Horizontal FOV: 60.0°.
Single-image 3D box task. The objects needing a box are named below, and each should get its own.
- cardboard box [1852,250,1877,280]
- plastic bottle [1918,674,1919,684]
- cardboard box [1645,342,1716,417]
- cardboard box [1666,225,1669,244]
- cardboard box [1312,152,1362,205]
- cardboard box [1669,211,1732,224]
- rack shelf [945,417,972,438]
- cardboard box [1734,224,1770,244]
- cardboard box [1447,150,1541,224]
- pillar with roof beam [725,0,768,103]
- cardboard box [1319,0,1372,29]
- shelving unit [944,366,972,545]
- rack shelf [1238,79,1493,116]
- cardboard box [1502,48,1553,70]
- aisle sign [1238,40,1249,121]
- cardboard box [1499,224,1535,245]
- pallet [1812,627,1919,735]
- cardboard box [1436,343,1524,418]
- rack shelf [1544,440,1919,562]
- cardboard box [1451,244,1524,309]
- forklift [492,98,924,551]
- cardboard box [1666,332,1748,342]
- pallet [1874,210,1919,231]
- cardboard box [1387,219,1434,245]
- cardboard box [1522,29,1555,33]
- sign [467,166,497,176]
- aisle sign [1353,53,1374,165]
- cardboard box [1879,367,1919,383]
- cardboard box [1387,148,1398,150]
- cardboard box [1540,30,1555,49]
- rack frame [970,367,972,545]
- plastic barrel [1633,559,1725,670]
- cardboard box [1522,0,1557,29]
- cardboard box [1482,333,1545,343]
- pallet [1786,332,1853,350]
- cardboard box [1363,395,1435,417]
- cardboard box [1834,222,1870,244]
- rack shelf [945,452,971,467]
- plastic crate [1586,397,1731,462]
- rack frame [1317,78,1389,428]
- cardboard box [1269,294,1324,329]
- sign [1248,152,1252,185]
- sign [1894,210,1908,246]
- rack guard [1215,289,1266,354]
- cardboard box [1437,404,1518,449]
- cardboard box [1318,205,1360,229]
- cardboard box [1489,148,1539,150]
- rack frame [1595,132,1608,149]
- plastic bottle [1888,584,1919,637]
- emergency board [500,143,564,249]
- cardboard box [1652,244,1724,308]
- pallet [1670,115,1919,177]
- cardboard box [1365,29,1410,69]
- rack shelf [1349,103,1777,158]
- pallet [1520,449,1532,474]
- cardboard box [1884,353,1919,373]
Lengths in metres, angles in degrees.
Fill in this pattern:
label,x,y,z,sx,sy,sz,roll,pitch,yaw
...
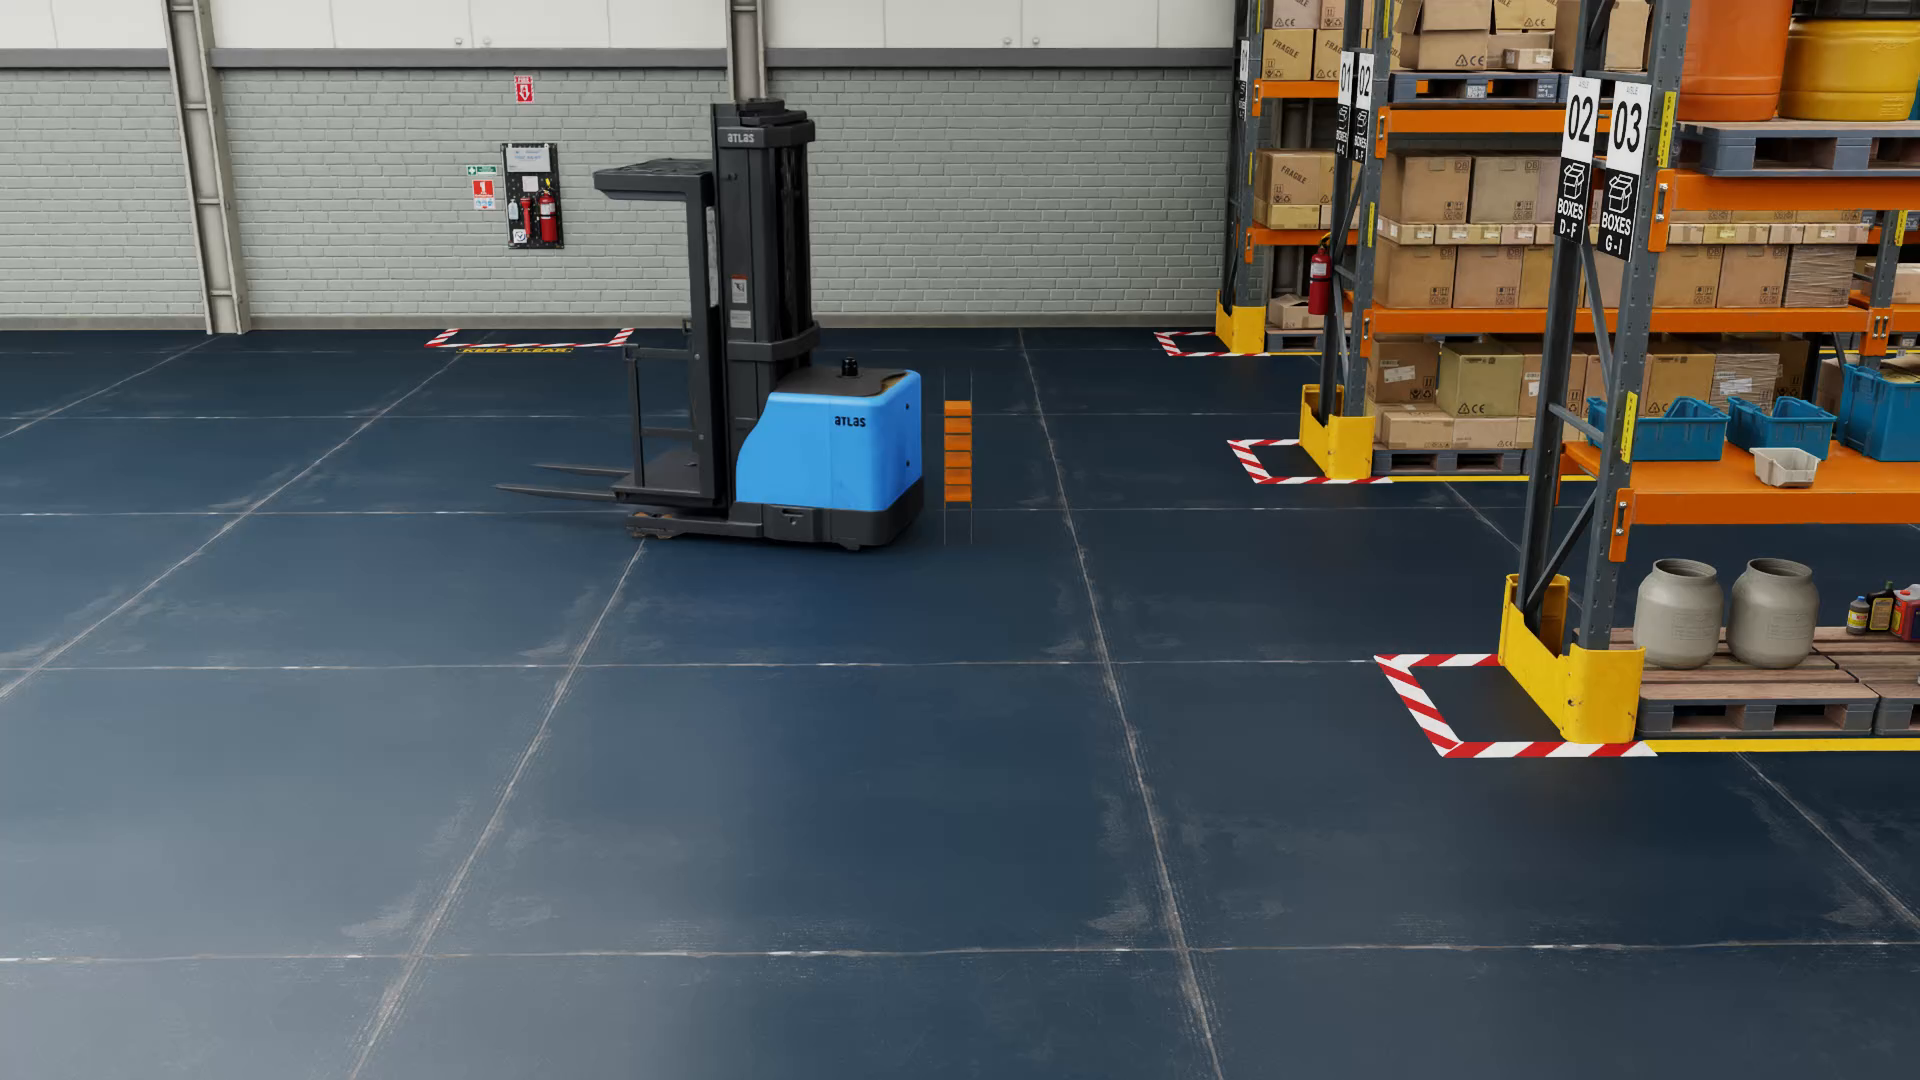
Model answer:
label,x,y,z,sx,sy,sz,roll,pitch,yaw
cardboard box,9.701,-3.006,18.151,0.500,0.250,0.500,0,18,0
plastic bottle,4.966,0.608,8.488,0.097,0.271,0.097,0,18,0
cardboard box,5.613,-1.277,13.203,0.500,0.500,0.500,0,18,-1
cardboard box,5.270,-2.382,12.837,0.250,0.149,0.380,0,18,1
cardboard box,3.969,-3.799,17.464,0.500,0.500,0.500,0,18,-1
cardboard box,5.624,-2.756,12.942,0.500,0.500,0.700,0,18,-1
rack shelf,-0.014,-0.757,11.304,0.180,0.103,0.258,0,18,-1
cardboard box,6.033,-2.386,12.848,0.250,0.149,0.380,0,18,-1
cardboard box,4.120,-2.749,12.919,0.500,0.500,0.700,-1,18,-2
pillar with roof beam,-2.253,-5.374,13.569,0.400,9.000,9.100,0,18,-1
cardboard box,3.884,-5.470,16.945,0.500,0.500,0.500,0,18,-1
shelving unit,-0.014,-0.571,11.364,0.189,1.200,0.258,0,18,-1
rack shelf,4.992,-4.689,17.522,4.000,0.370,1.077,0,18,-1
cardboard box,4.253,-3.608,12.468,0.250,0.149,0.380,0,18,-1
aisle sign,2.925,-4.740,17.156,0.004,0.787,0.394,0,18,-1
cardboard box,4.236,-2.377,12.821,0.250,0.149,0.380,-1,18,-2
pallet,5.253,0.738,8.902,1.213,0.211,1.003,0,18,-1
cardboard box,4.114,-1.266,13.171,0.500,0.500,0.500,0,18,-1
rack shelf,5.148,-0.235,8.548,4.000,0.370,1.077,0,18,-1
cardboard box,4.066,-2.131,13.116,0.500,0.500,0.700,0,18,1
forklift,-1.837,-1.551,11.583,3.031,2.935,1.130,5,18,14
cardboard box,6.105,-1.437,13.701,0.500,0.500,0.500,0,18,-1
pallet,10.280,-3.505,17.878,1.003,0.211,1.213,0,18,-1
cardboard box,3.470,-2.374,12.810,0.250,0.149,0.380,0,18,-1
cardboard box,5.985,-5.022,17.185,0.500,0.500,0.500,-2,18,-6
sign,-5.342,-4.128,18.578,0.331,0.109,0.001,0,18,-1
aisle sign,3.013,-3.225,12.434,0.004,0.787,0.394,0,18,-1
cardboard box,7.491,-1.184,13.223,0.500,0.311,0.500,0,18,-1
cardboard box,4.480,-3.959,17.965,0.500,0.500,0.500,-1,18,-2
cardboard box,4.777,-3.822,12.870,0.500,0.311,0.500,2,18,6
rack frame,0.077,-0.572,11.365,0.006,1.200,0.240,0,18,-1
plastic barrel,3.805,0.390,8.806,0.421,0.512,0.421,0,18,0
cardboard box,5.944,-5.484,16.987,0.500,0.500,0.500,1,18,2
cardboard box,4.605,-1.431,13.685,0.500,0.500,0.500,0,18,-1
pallet,8.993,-2.296,18.360,1.213,0.211,1.003,0,18,-1
cardboard box,3.606,-1.064,13.769,0.500,0.250,0.500,0,18,-1
cardboard box,6.805,-2.390,12.862,0.250,0.149,0.380,0,18,-1
rack shelf,-0.014,-0.529,11.378,0.180,0.103,0.258,0,18,-1
plastic crate,3.644,-0.591,8.723,0.616,0.251,0.499,0,18,-1
rack frame,3.074,-2.081,13.124,0.127,3.000,1.000,0,18,-1
cardboard box,3.685,-2.499,18.108,0.500,0.311,0.500,-2,18,-7
sign,3.001,-3.840,17.191,0.005,0.325,0.100,0,18,-1
sign,7.084,-2.381,12.511,0.005,0.325,0.100,0,18,-1
rack guard,3.068,-2.404,18.223,0.348,0.500,1.175,0,18,-1
cardboard box,4.114,-0.910,13.287,0.500,0.250,0.500,0,18,-1
cardboard box,4.004,-3.444,17.586,0.500,0.250,0.500,-1,18,-3
cardboard box,6.001,-3.969,17.993,0.500,0.500,0.500,0,18,-1
rack frame,6.992,-3.613,17.900,0.127,3.000,1.000,0,18,-1
plastic bottle,5.230,0.384,9.179,0.135,0.276,0.152,0,18,0
emergency board,-4.792,-3.832,18.583,0.643,1.169,0.194,0,18,-1
cardboard box,5.601,-2.138,13.138,0.500,0.500,0.700,0,18,0
pallet,3.977,-1.881,7.898,1.213,0.211,1.003,0,18,-1
cardboard box,4.387,-5.000,17.116,0.500,0.500,0.500,1,18,2
rack shelf,5.074,-3.176,12.806,4.000,0.370,1.077,0,18,-1
pallet,5.055,-0.775,13.617,1.213,0.211,1.003,0,18,-1
cardboard box,7.994,-1.352,13.747,0.500,0.311,0.500,0,18,1
